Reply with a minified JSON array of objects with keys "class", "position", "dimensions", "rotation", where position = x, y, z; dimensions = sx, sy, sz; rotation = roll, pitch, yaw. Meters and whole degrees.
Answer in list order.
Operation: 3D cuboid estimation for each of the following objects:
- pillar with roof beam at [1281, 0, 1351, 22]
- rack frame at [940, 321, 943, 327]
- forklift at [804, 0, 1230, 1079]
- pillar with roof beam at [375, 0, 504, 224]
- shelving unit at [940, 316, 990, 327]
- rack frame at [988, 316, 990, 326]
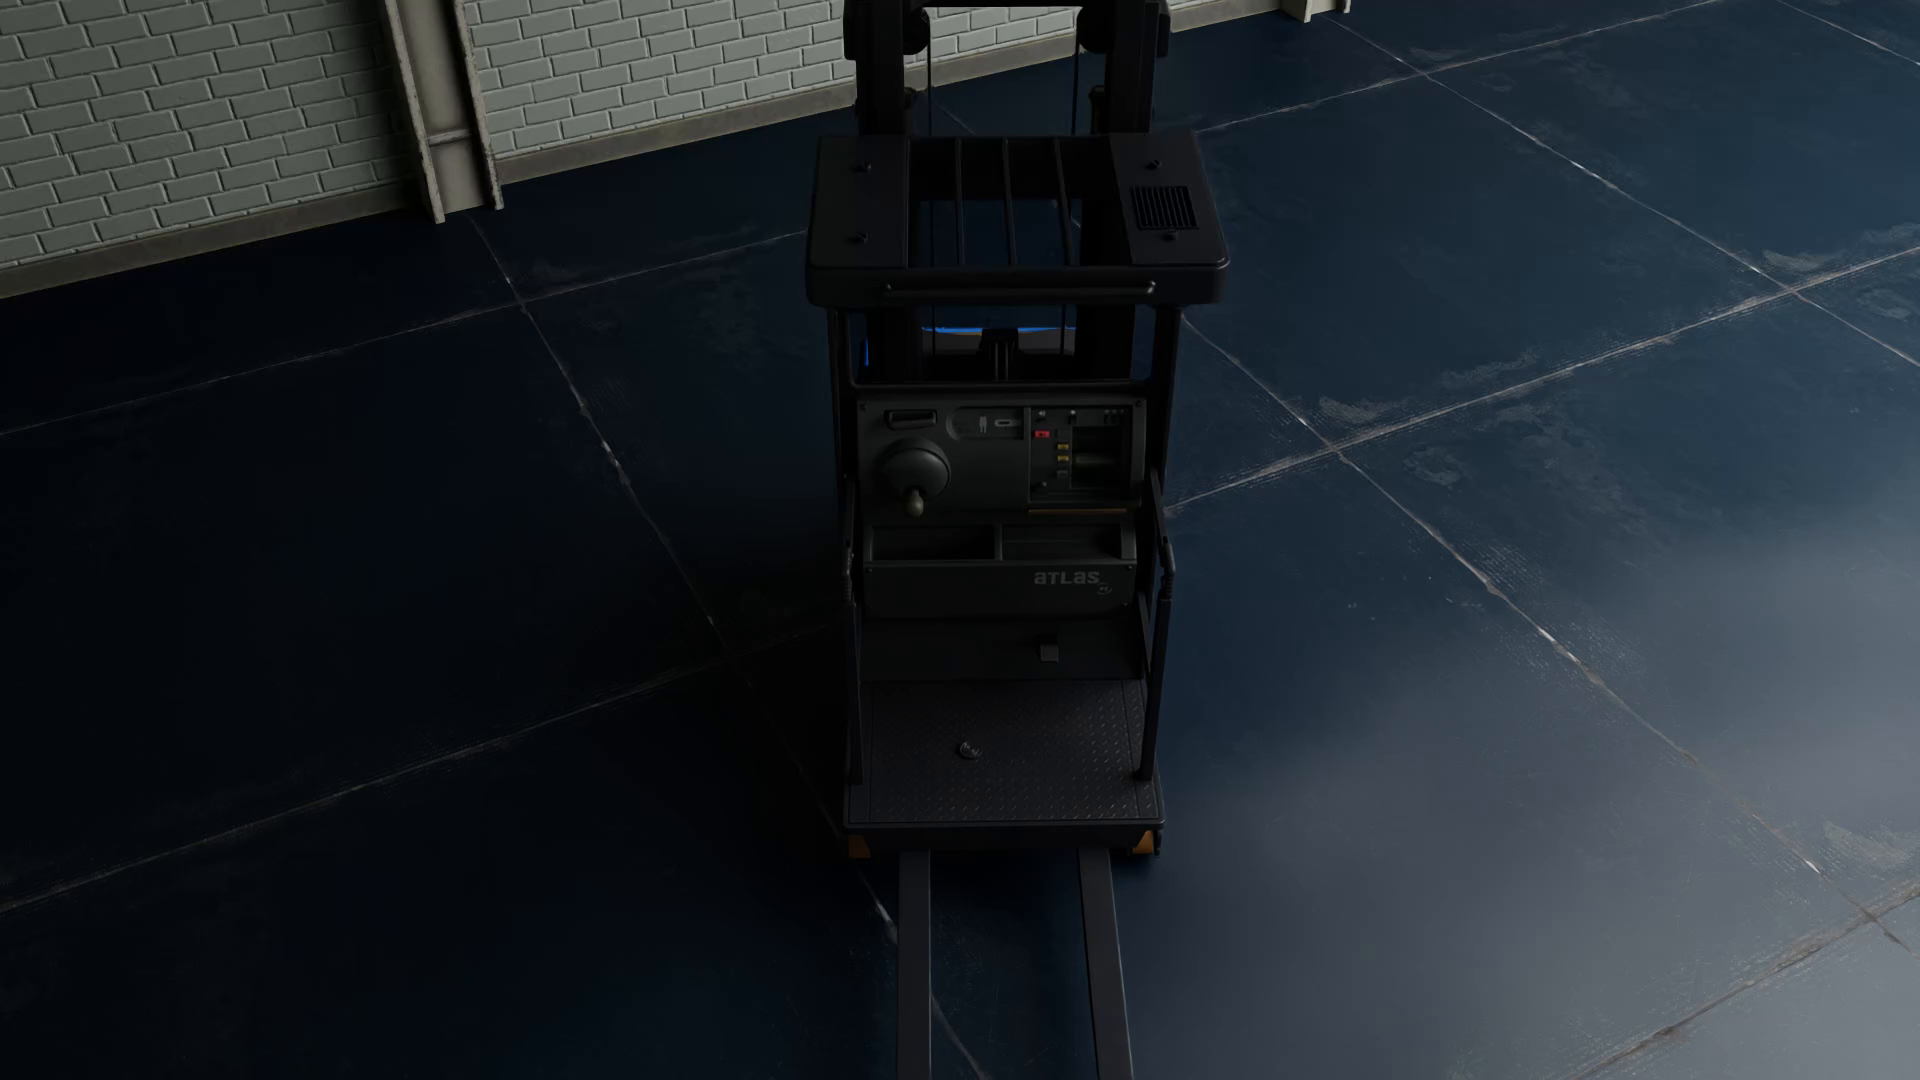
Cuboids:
[{"class":"pillar with roof beam","position":[4.464,-4.682,5.816],"dimensions":[0.400,9.000,9.100],"rotation":[-19,44,-21]},{"class":"rack frame","position":[-0.054,-0.493,7.135],"dimensions":[0.006,0.900,0.240],"rotation":[-8,41,-9]},{"class":"forklift","position":[0.140,-0.197,5.215],"dimensions":[1.130,2.935,3.031],"rotation":[-1,40,-1]},{"class":"pillar with roof beam","position":[-0.857,-2.892,3.701],"dimensions":[0.400,9.000,9.100],"rotation":[-19,44,-21]},{"class":"shelving unit","position":[0.045,-0.507,7.152],"dimensions":[0.210,0.900,0.258],"rotation":[-8,41,-9]},{"class":"rack frame","position":[0.144,-0.521,7.169],"dimensions":[0.006,0.900,0.240],"rotation":[-8,41,-9]}]
